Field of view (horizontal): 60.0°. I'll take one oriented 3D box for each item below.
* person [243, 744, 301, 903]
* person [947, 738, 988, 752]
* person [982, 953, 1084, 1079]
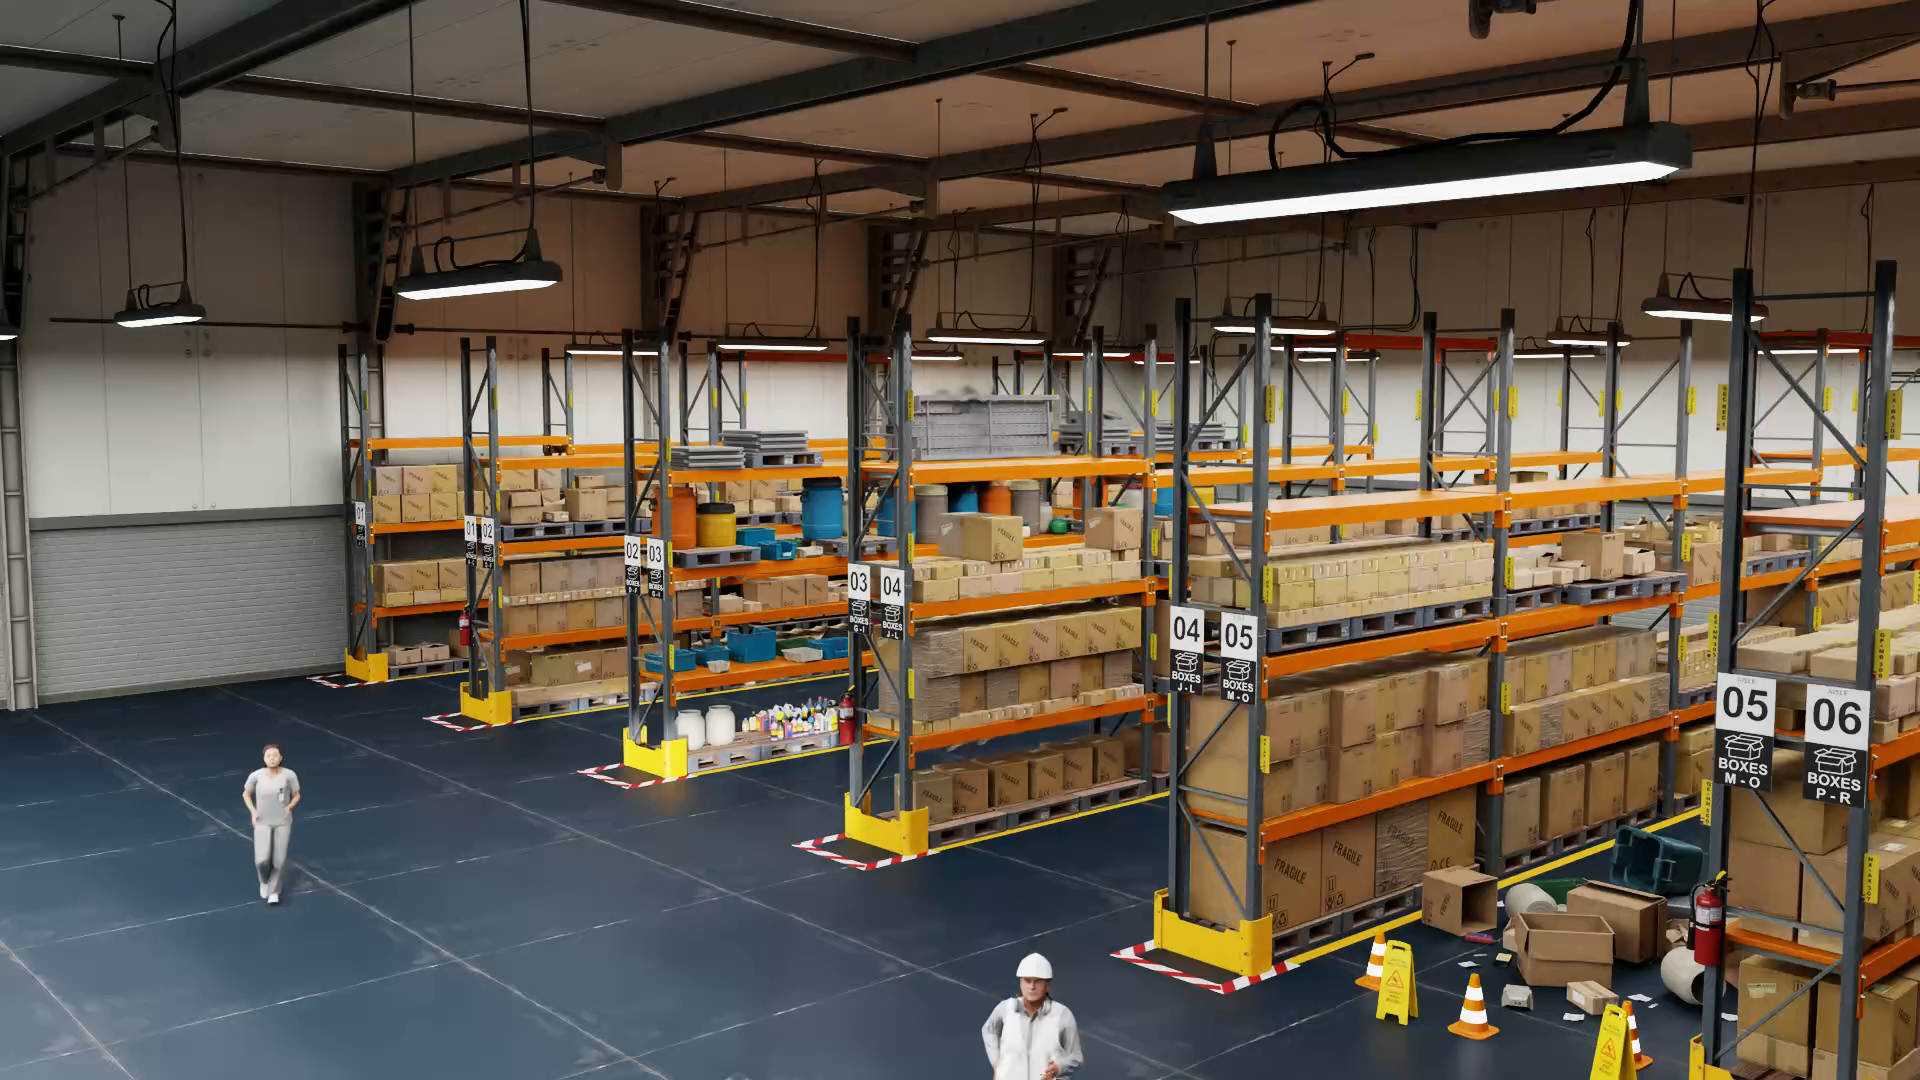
[{"bbox_3d":[-6.885,2.853,16.664,0.534,1.625,0.538,-2,6,-23],"label":"person"},{"bbox_3d":[0.140,2.031,22.658,0.537,1.624,0.794,5,7,42],"label":"person"},{"bbox_3d":[0.425,3.397,10.018,0.639,1.795,0.702,1,5,7],"label":"person"}]
